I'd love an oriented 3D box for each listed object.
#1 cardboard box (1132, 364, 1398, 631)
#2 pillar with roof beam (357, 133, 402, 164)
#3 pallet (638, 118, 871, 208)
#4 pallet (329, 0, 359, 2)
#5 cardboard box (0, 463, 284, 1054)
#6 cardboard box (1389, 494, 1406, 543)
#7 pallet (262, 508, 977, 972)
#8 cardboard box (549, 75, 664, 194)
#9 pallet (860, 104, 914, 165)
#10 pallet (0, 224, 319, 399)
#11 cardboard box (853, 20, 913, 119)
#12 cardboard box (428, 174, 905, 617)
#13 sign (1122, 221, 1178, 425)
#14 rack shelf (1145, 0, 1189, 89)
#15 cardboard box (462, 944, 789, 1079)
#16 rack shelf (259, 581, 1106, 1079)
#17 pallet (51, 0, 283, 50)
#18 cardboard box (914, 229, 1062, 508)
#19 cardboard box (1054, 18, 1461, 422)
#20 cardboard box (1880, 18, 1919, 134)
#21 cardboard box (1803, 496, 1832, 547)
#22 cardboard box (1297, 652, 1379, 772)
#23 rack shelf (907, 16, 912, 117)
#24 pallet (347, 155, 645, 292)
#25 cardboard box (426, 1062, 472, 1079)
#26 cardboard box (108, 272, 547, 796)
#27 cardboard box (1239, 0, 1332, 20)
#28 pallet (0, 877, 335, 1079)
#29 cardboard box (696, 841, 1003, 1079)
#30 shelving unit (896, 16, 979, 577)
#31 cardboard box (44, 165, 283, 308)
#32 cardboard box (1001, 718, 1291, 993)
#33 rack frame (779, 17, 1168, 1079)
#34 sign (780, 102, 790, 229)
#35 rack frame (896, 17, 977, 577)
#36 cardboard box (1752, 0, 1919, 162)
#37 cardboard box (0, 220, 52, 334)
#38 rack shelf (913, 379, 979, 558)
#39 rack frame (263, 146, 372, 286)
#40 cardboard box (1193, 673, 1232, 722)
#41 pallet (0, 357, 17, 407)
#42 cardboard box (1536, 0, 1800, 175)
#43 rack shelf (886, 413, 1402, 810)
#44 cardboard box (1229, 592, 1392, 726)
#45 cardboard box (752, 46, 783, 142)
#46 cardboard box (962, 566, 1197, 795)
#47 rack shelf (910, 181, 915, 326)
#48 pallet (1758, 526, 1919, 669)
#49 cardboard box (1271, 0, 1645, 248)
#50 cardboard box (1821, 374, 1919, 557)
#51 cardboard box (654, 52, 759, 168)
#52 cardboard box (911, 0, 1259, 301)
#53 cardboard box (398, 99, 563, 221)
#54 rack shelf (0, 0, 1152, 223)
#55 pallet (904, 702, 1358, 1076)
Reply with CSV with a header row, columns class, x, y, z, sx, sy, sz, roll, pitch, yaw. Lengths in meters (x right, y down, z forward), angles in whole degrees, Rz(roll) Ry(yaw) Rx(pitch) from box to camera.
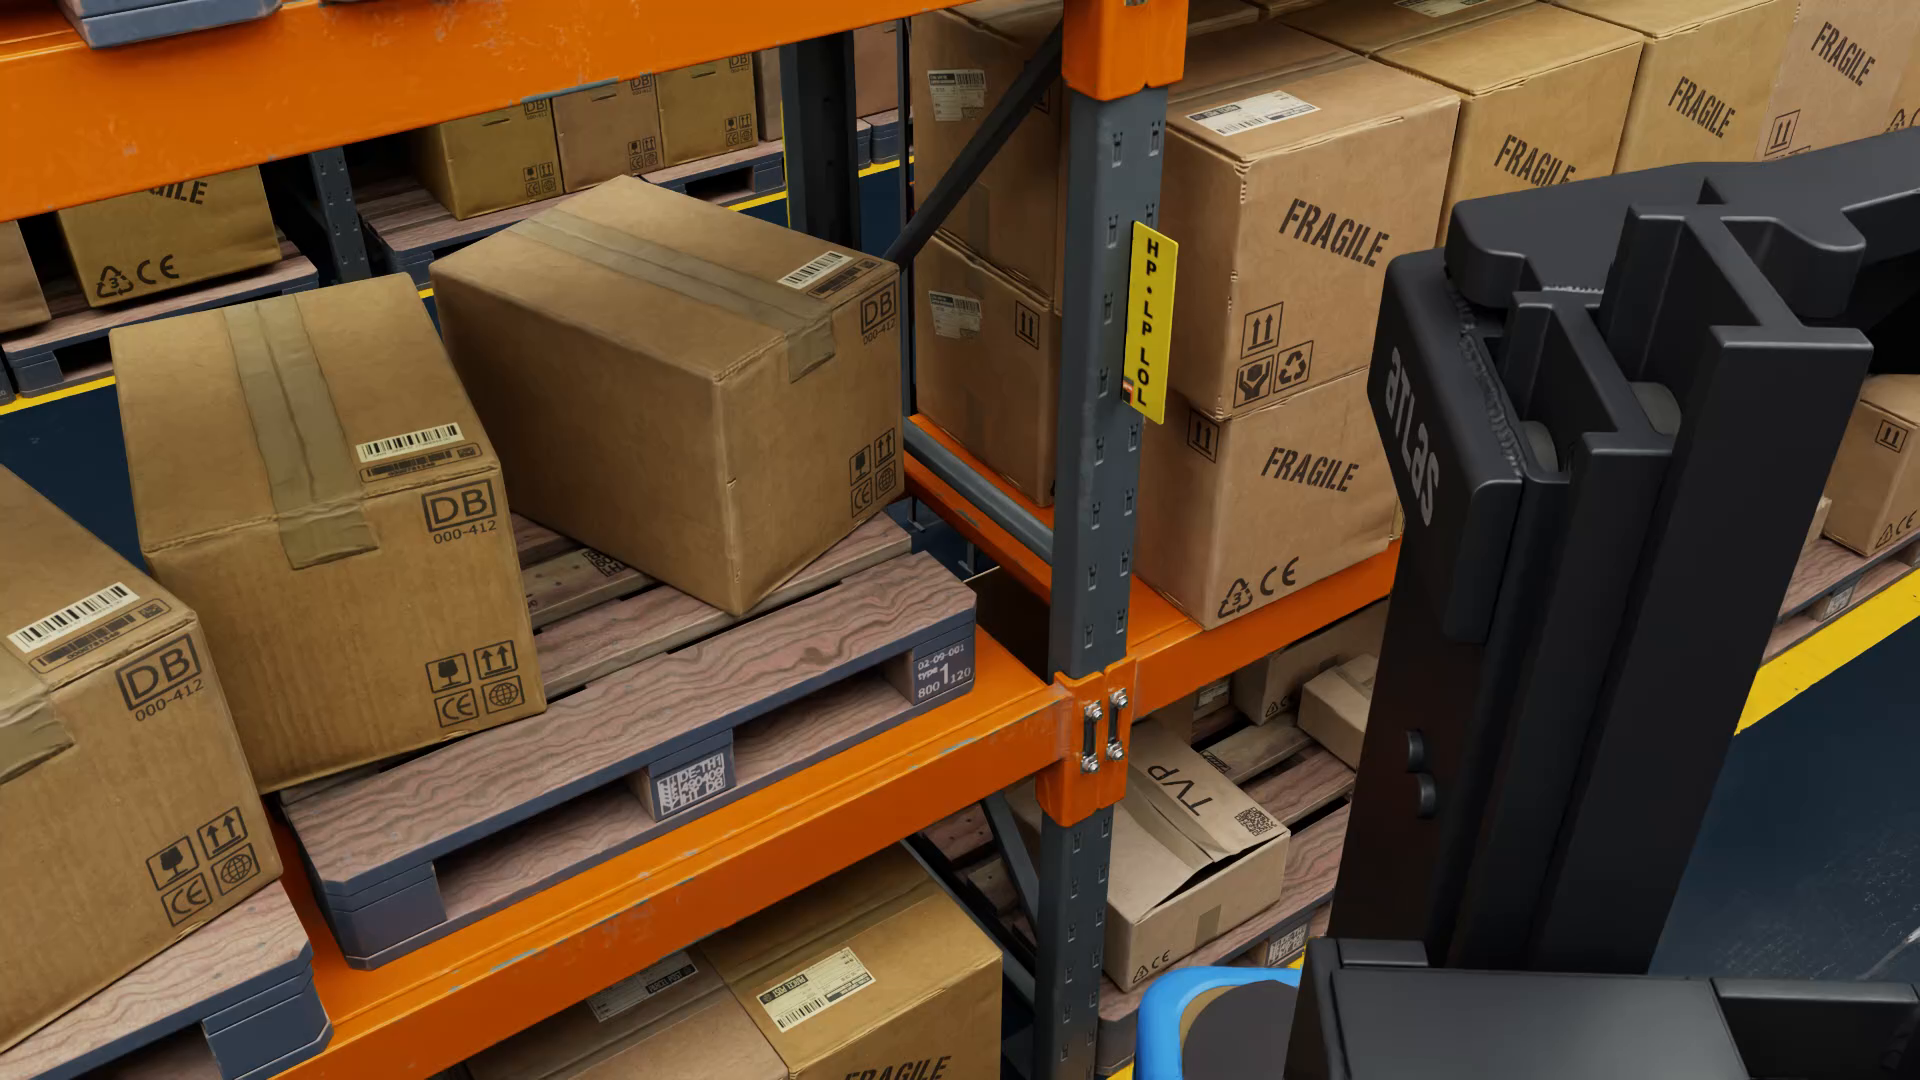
class,x,y,z,sx,sy,sz,roll,pitch,yaw
cardboard box,0.554,-0.220,3.401,0.500,0.500,0.500,-21,41,-27
pillar with roof beam,-0.322,-3.530,2.951,0.400,9.000,9.100,-22,41,-28
pallet,-1.211,-2.000,8.350,1.213,0.211,1.003,-22,41,-28
pallet,-0.593,-1.094,2.293,1.003,0.211,1.213,-22,41,-28
cardboard box,-1.428,0.275,2.354,0.700,0.500,0.500,26,43,32
cardboard box,0.971,-0.394,3.643,0.500,0.500,0.500,-22,41,-27
pallet,-0.736,0.157,3.128,1.213,0.211,1.003,-22,41,-28
cardboard box,-1.793,-2.027,7.780,0.500,0.500,0.700,-23,42,-28
pallet,-0.215,-2.408,8.917,1.213,0.211,1.003,-22,41,-28
pallet,-3.464,-1.073,7.062,1.213,0.211,1.003,-22,41,-28
cardboard box,-0.530,-2.550,8.508,0.500,0.500,0.700,-22,41,-28
cardboard box,-0.536,-0.296,3.148,0.700,0.500,0.500,22,41,28
sign,0.303,-0.344,2.668,0.005,0.325,0.100,-22,41,-28
rack shelf,1.615,-1.736,3.642,4.000,0.370,1.077,-22,41,-28
cardboard box,-0.667,1.163,3.328,0.500,0.500,0.500,-22,41,-28
rack shelf,-1.654,0.827,2.647,4.000,0.370,1.077,-22,41,-28
pallet,-1.439,-0.743,1.806,1.003,0.211,1.213,-22,41,-28
cardboard box,0.241,-0.469,3.748,0.500,0.500,0.500,-22,41,-27
cardboard box,0.528,-0.609,3.085,0.500,0.500,0.500,-21,41,-27
cardboard box,2.211,-1.302,4.049,0.500,0.500,0.500,-21,41,-27
cardboard box,2.565,-0.118,5.395,0.250,0.166,0.380,-22,41,-28
cardboard box,1.150,0.500,4.536,0.250,0.166,0.380,-22,41,-28
rack shelf,0.135,-1.465,4.814,0.480,0.518,0.431,-22,41,-28
pallet,-2.210,-1.587,7.776,1.213,0.211,1.003,-22,41,-28
cardboard box,-1.077,1.332,3.093,0.500,0.500,0.500,-22,41,-27
cardboard box,-1.061,-0.035,2.784,0.500,0.500,0.700,-16,39,-21
cardboard box,0.662,-1.052,3.701,0.500,0.500,0.500,-23,42,-29
pallet,-1.702,0.629,2.471,1.213,0.211,1.003,-22,41,-28
cardboard box,-0.258,1.001,3.553,0.500,0.500,0.500,-23,41,-28
shelving unit,0.135,-0.908,5.214,0.503,2.100,0.431,-22,41,-28
cardboard box,-3.333,-1.518,6.773,0.750,0.750,0.750,-22,41,-27
cardboard box,0.448,0.737,4.082,0.500,0.311,0.500,-22,41,-28
rack frame,-0.019,-0.138,3.373,0.127,3.000,1.000,-22,41,-28
sign,-0.338,-0.746,3.476,0.005,0.325,0.100,-22,41,-28
rack frame,-0.064,-0.826,5.100,0.015,2.100,0.400,-22,41,-28
cardboard box,1.791,-1.129,3.809,0.500,0.500,0.500,-21,41,-27
cardboard box,-4.057,-1.218,6.355,0.750,0.750,0.750,-21,41,-27
rack shelf,0.135,-0.329,5.631,0.480,0.518,0.431,-22,41,-28
rack frame,-2.876,-2.501,6.658,0.127,3.000,1.000,-22,41,-28
cardboard box,0.555,0.359,4.747,0.250,0.149,0.380,-22,41,-28
pallet,-4.462,-0.661,6.488,1.213,0.211,1.003,-22,41,-28
cardboard box,1.370,-0.955,3.567,0.500,0.500,0.500,-24,42,-29
rack shelf,1.615,-0.519,4.518,4.000,0.370,1.077,-22,41,-28
cardboard box,0.896,0.196,4.835,0.500,0.311,0.500,-22,41,-28
cardboard box,-0.941,-2.381,8.273,0.500,0.500,0.700,-24,42,-29
cardboard box,0.283,0.371,4.429,0.500,0.500,0.500,-22,41,-28
rack shelf,0.135,-0.897,5.222,0.480,0.518,0.431,-22,41,-28
pallet,2.537,-0.057,5.649,1.213,0.211,1.003,-22,41,-28
cardboard box,0.949,-0.782,3.327,0.500,0.500,0.500,-24,42,-29
cardboard box,2.948,-0.347,5.427,0.500,0.500,0.500,-22,41,-28
cardboard box,-1.373,-2.198,8.019,0.500,0.500,0.700,-21,41,-27
cardboard box,0.245,-0.878,3.460,0.500,0.500,0.500,-22,41,-28
cardboard box,-2.206,-1.859,7.547,0.500,0.500,0.700,-22,41,-27
rack shelf,-1.654,-0.391,1.772,4.000,0.370,1.077,-22,41,-28
pallet,0.542,0.764,4.508,1.213,0.211,1.003,-22,41,-28
